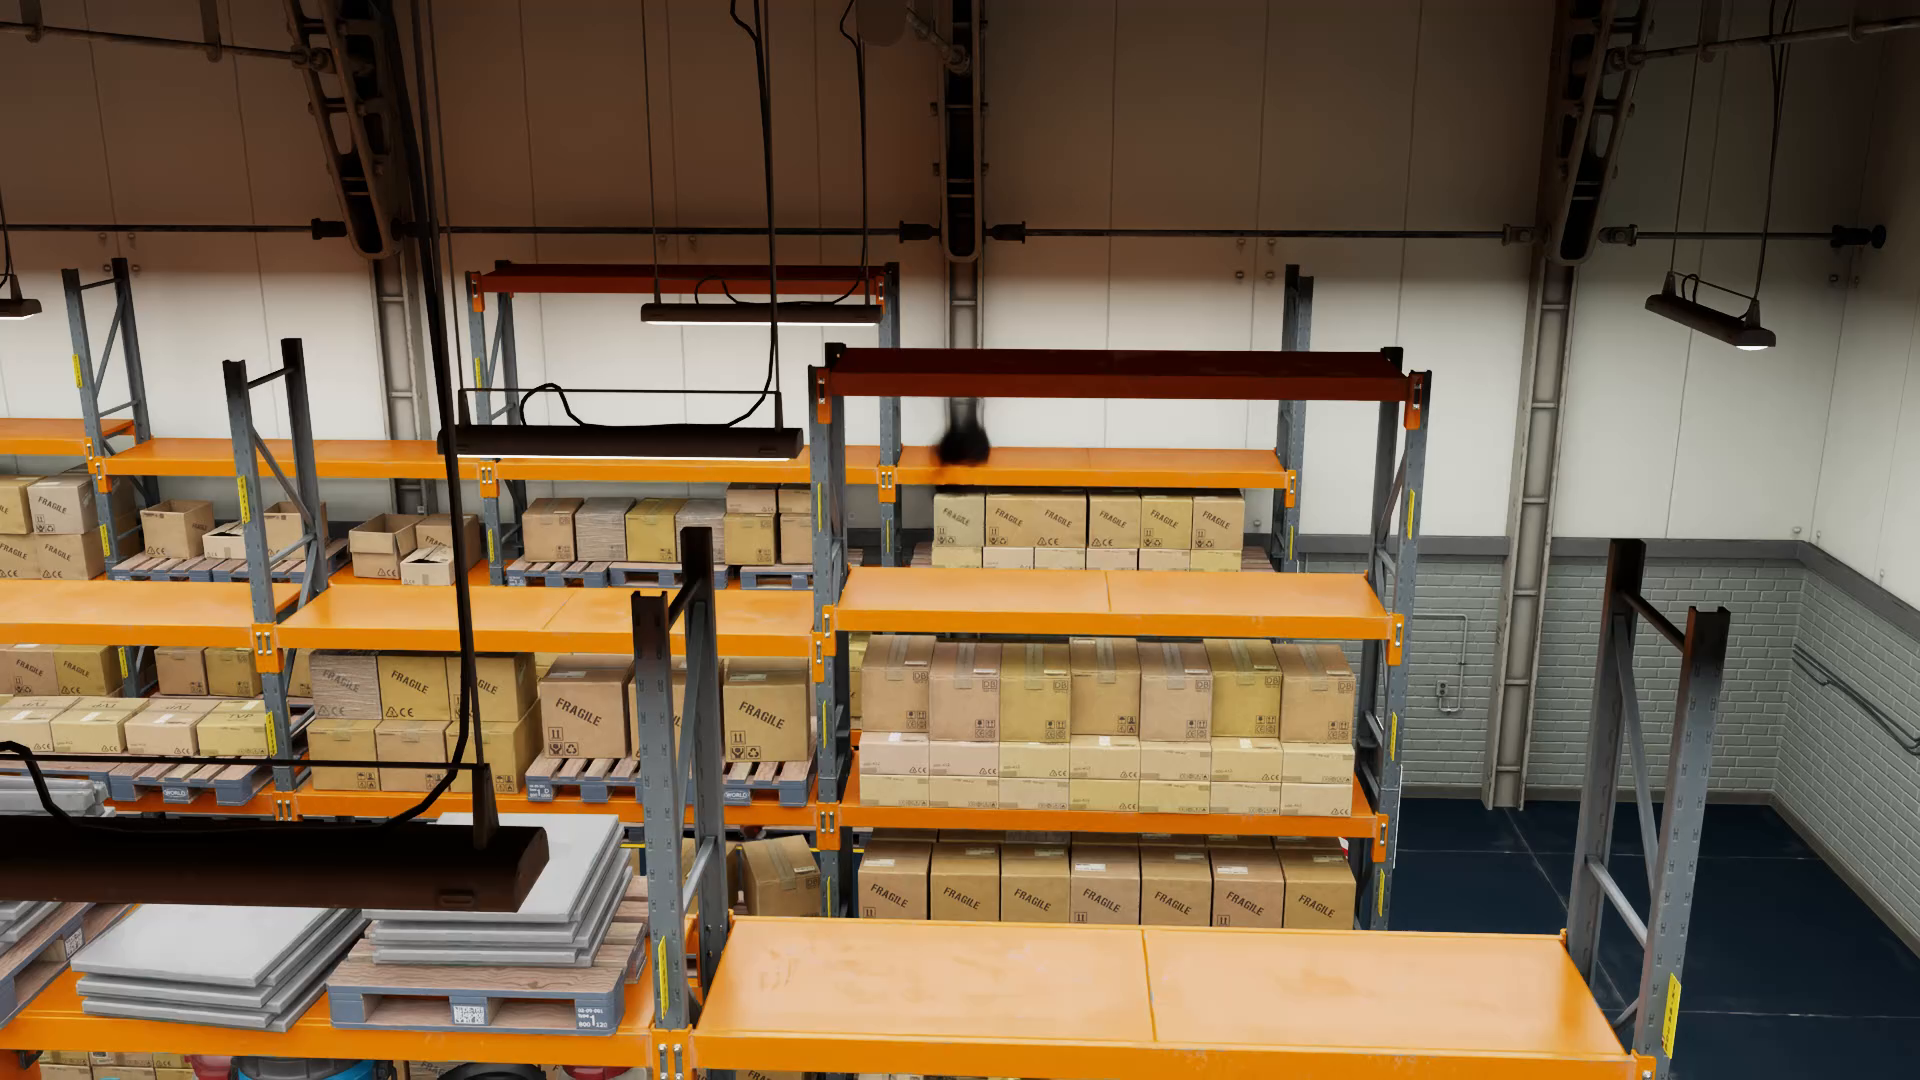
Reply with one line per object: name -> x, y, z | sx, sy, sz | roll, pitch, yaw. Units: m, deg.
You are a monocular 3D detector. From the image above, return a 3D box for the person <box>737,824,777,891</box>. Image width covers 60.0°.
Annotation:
person -> -1.704, 3.160, 14.690 | 0.666, 1.687, 0.691 | 5, 17, 16
